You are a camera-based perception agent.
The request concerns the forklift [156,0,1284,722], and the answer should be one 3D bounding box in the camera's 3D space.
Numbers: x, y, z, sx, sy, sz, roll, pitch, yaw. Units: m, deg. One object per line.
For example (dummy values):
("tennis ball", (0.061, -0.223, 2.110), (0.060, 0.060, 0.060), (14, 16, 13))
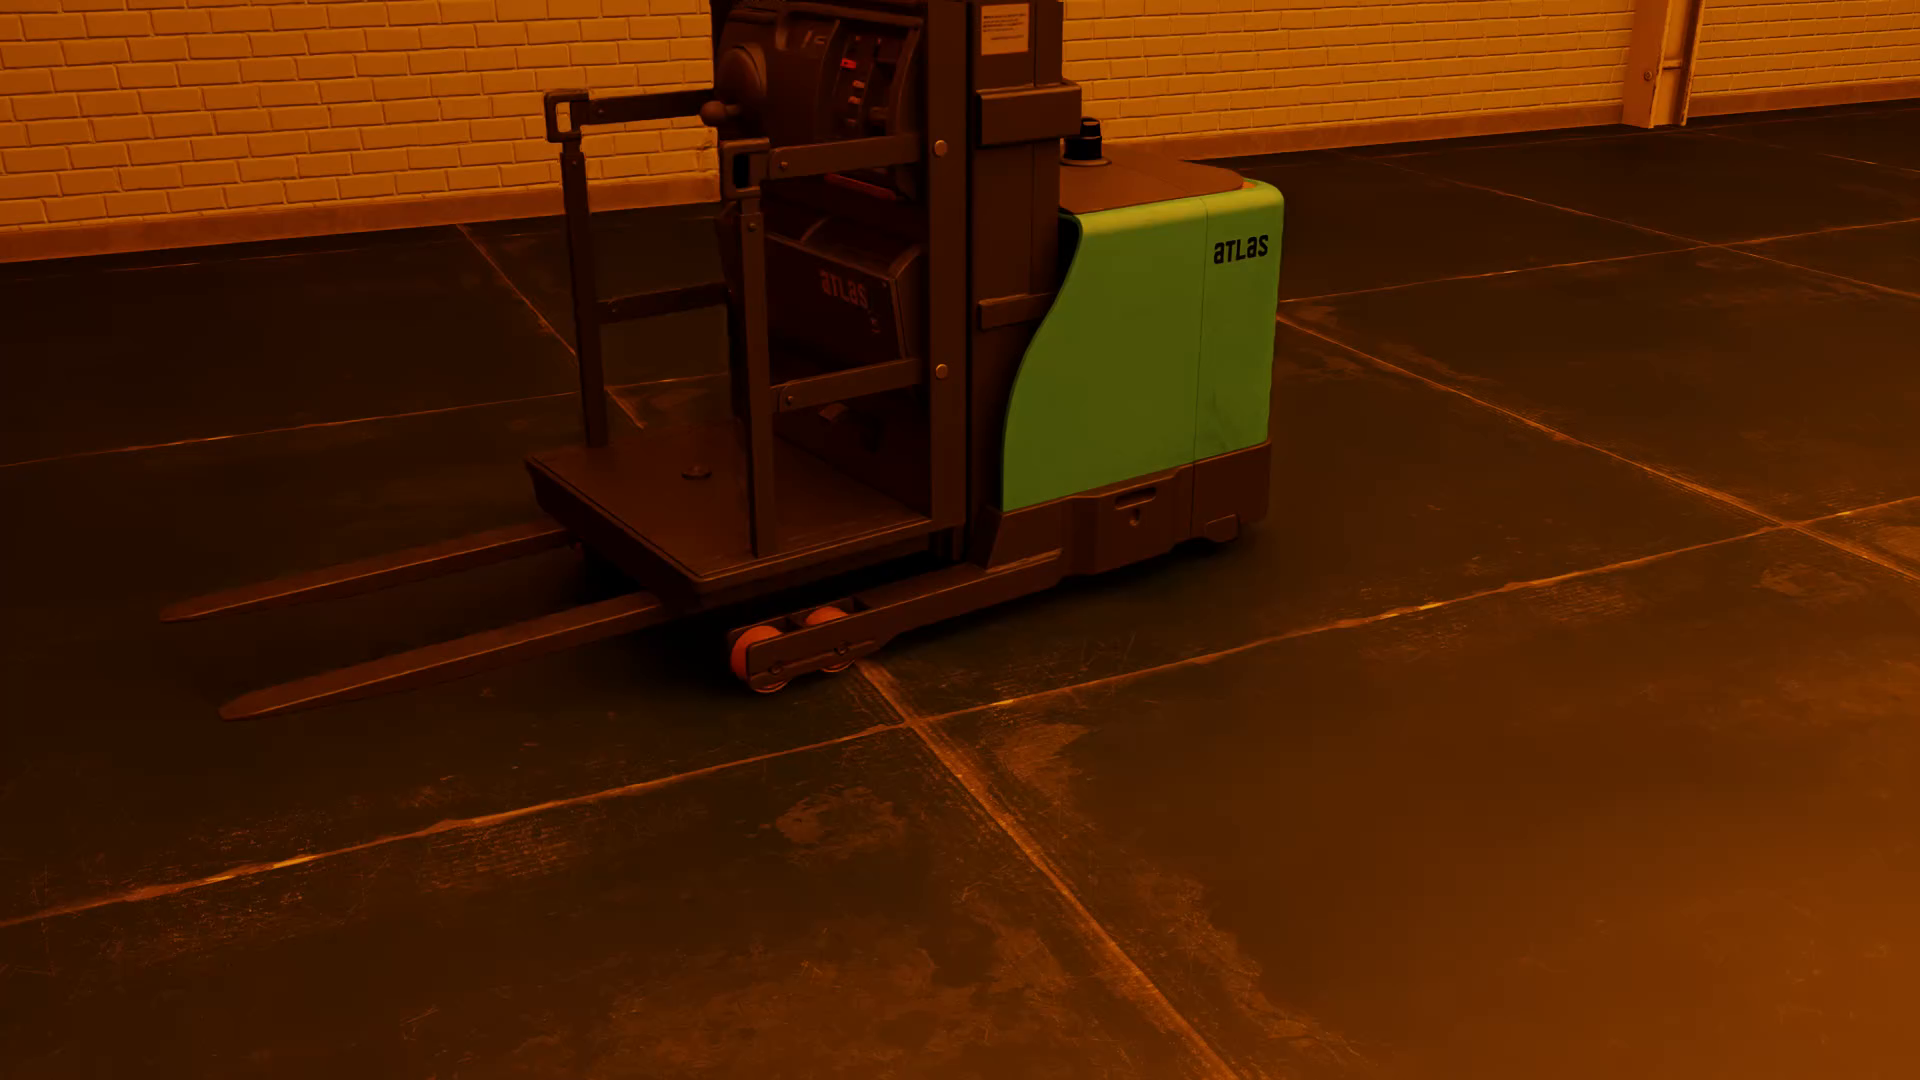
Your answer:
("forklift", (-0.550, -1.199, 4.171), (3.031, 2.935, 1.130), (-15, 27, -32))
